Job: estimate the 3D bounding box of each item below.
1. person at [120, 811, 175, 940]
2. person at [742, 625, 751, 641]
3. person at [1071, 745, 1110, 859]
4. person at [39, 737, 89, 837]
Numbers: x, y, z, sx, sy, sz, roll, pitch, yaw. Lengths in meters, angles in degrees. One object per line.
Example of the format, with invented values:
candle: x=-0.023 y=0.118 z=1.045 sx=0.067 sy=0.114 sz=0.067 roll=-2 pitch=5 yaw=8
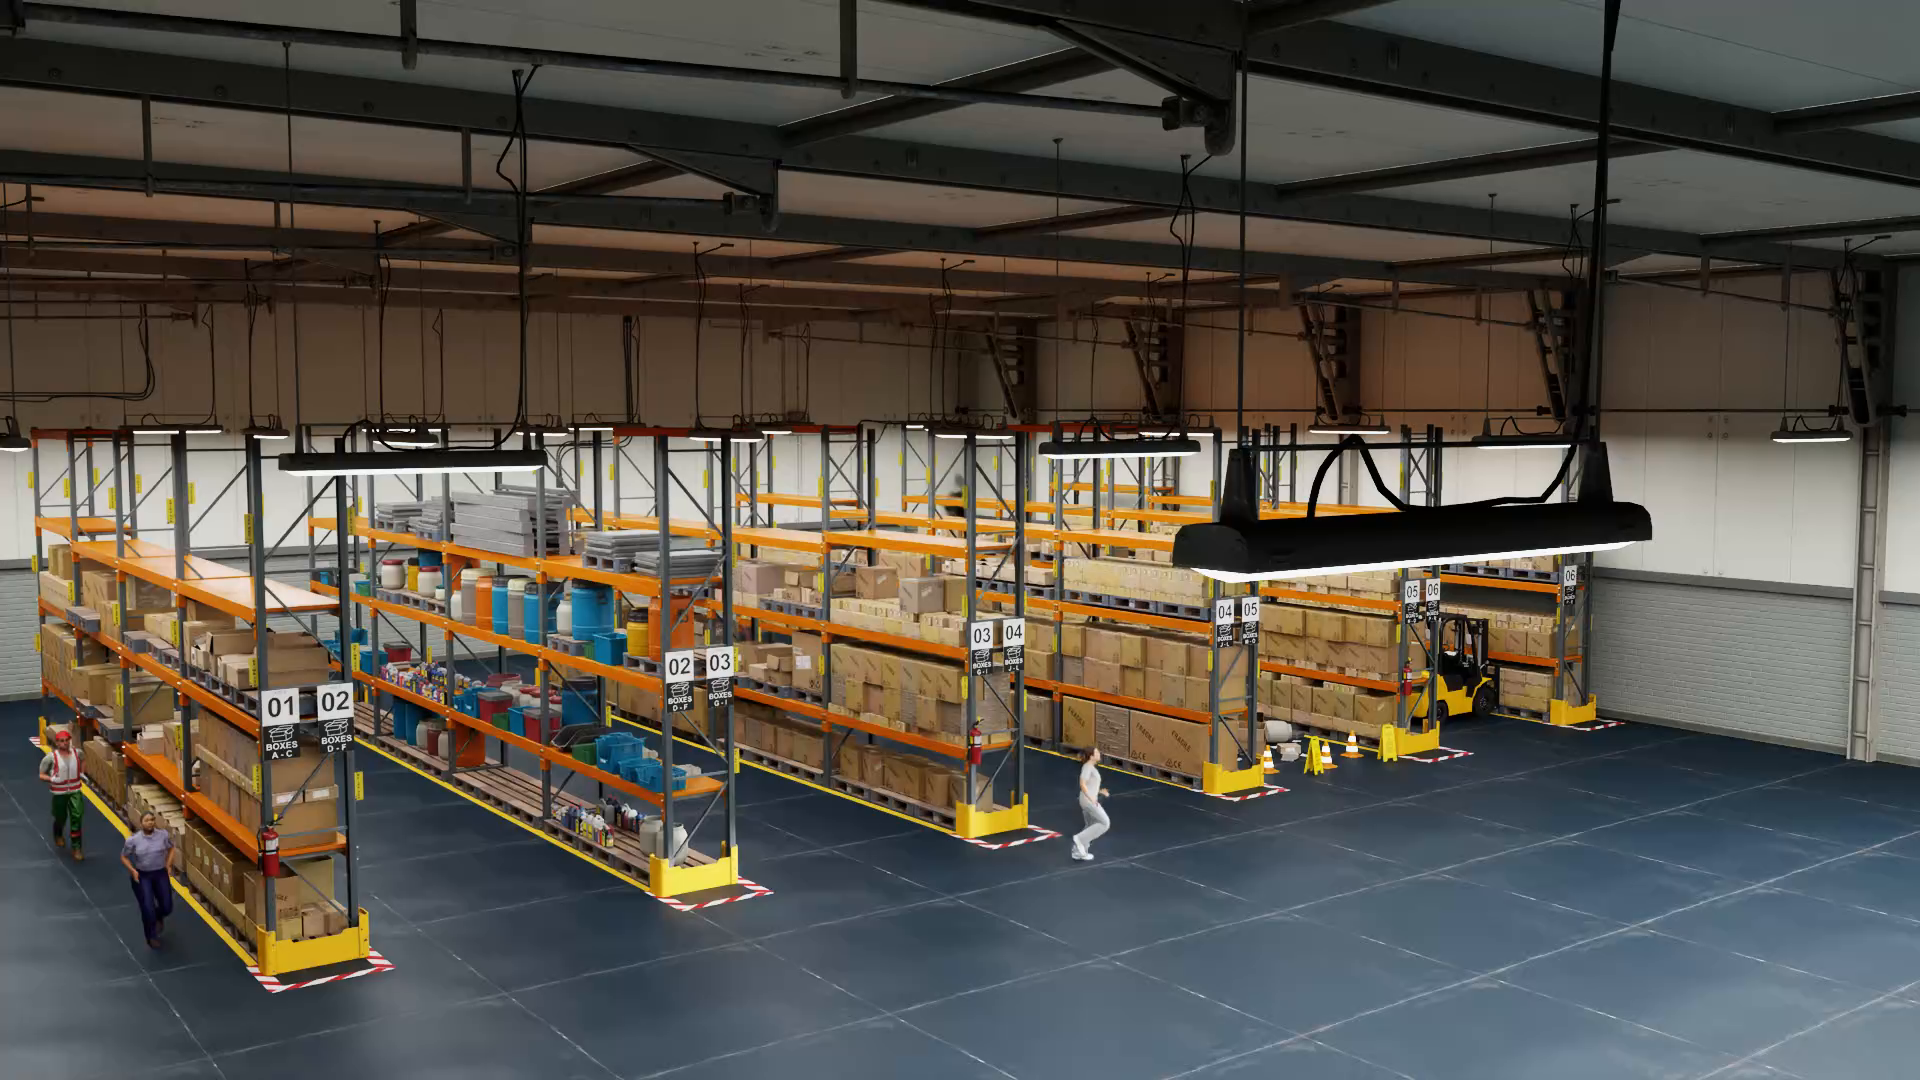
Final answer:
person: x=-9.563 y=3.957 z=19.630 sx=0.594 sy=1.535 sz=0.503 roll=-4 pitch=6 yaw=-38
person: x=-5.365 y=2.246 z=42.076 sx=0.436 sy=0.891 sz=0.457 roll=1 pitch=5 yaw=7
person: x=1.846 y=3.688 z=23.440 sx=0.554 sy=1.608 sz=0.522 roll=0 pitch=4 yaw=-1
person: x=-12.609 y=3.462 z=23.445 sx=0.653 sy=1.469 sz=0.683 roll=-4 pitch=6 yaw=-40
